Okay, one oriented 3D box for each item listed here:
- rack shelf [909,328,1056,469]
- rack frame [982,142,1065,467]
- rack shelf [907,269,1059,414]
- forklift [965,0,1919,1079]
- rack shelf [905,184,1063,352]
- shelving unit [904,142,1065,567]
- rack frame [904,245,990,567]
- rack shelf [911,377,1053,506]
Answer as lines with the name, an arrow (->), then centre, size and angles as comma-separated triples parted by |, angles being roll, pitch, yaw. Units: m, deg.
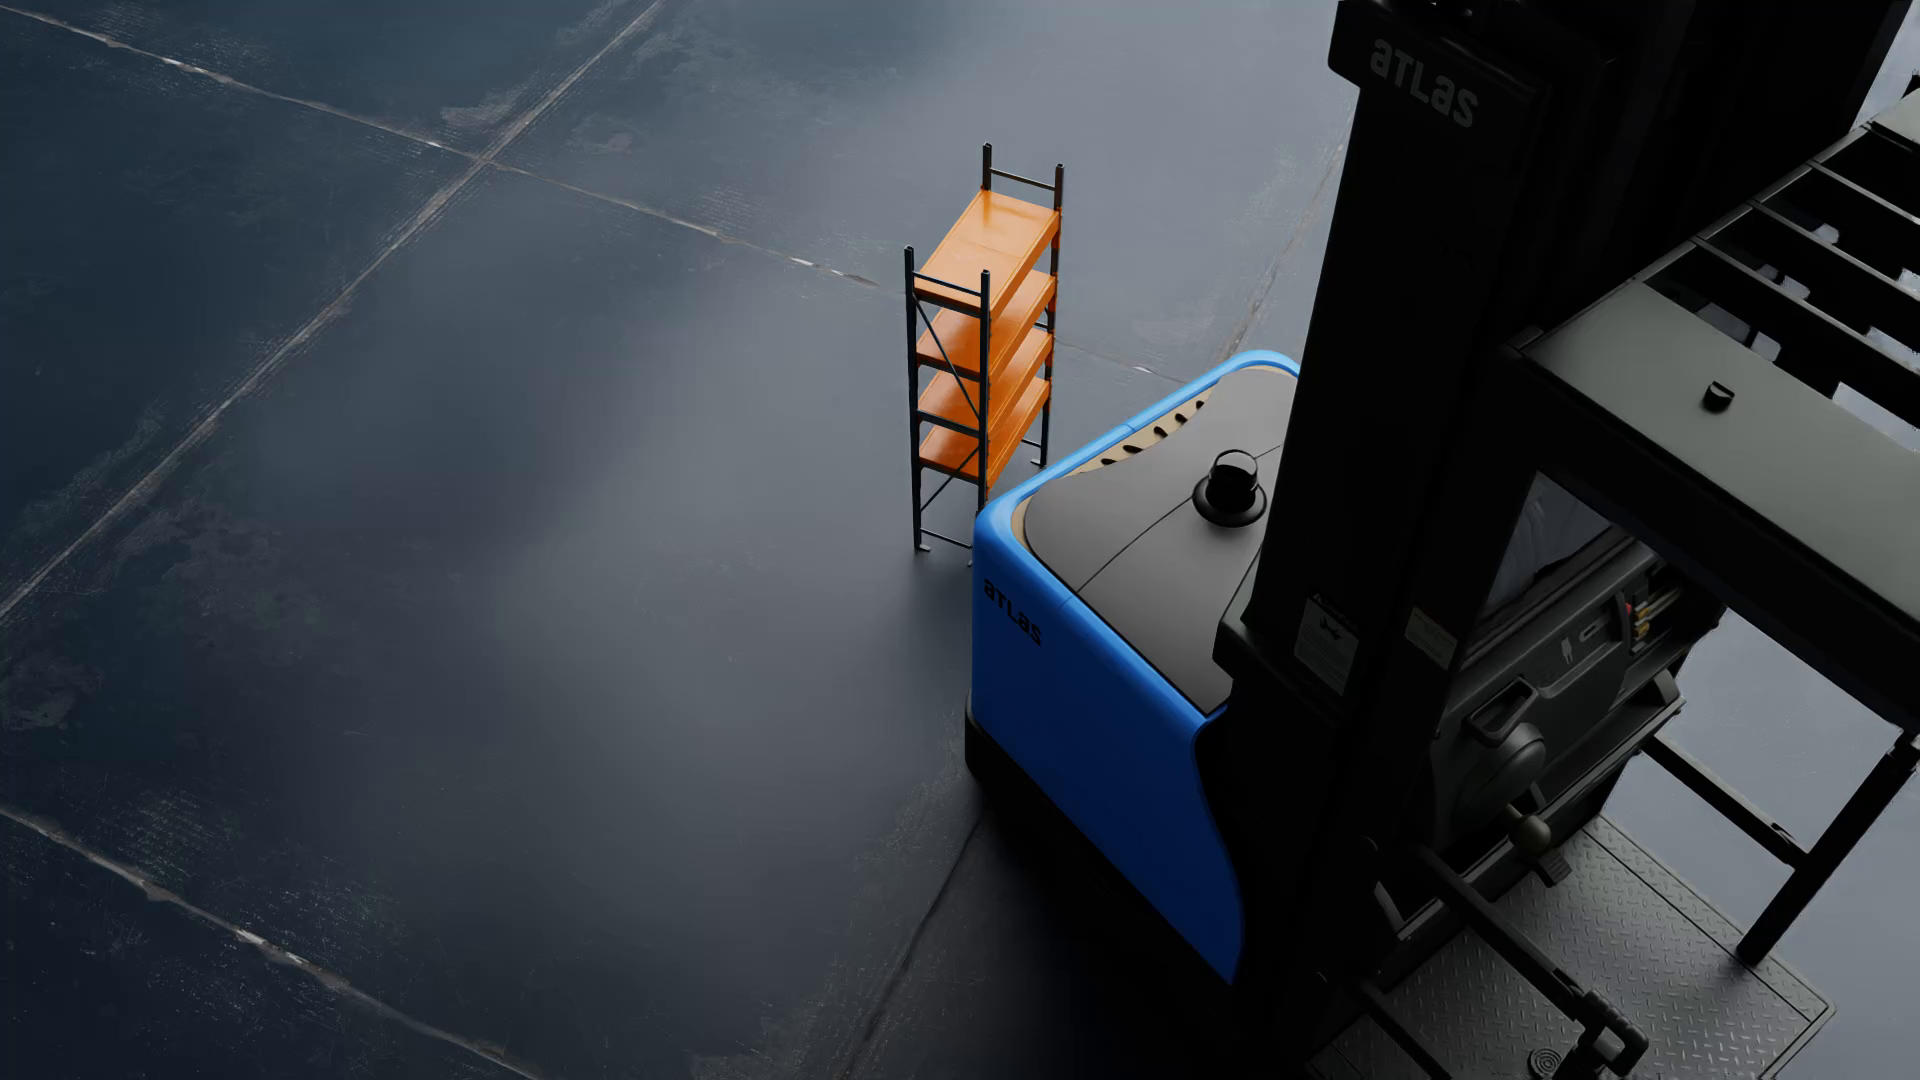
rack shelf -> 0.071, -0.459, 4.941 | 0.258, 0.148, 0.480 | 20, 52, 16
rack frame -> 0.175, -0.671, 5.033 | 0.240, 1.200, 0.015 | 20, 52, 16
rack shelf -> 0.071, -0.604, 4.771 | 0.258, 0.148, 0.480 | 20, 52, 16
forklift -> 1.323, 0.338, 3.038 | 1.130, 2.935, 3.031 | -31, 56, -24
rack shelf -> 0.071, -0.757, 4.591 | 0.258, 0.148, 0.480 | 20, 52, 16
shelving unit -> 0.071, -0.503, 4.890 | 0.258, 1.200, 0.503 | 20, 52, 16
rack frame -> -0.033, -0.335, 4.747 | 0.240, 1.200, 0.015 | 20, 52, 16
rack shelf -> 0.071, -0.331, 5.092 | 0.258, 0.148, 0.480 | 20, 52, 16
